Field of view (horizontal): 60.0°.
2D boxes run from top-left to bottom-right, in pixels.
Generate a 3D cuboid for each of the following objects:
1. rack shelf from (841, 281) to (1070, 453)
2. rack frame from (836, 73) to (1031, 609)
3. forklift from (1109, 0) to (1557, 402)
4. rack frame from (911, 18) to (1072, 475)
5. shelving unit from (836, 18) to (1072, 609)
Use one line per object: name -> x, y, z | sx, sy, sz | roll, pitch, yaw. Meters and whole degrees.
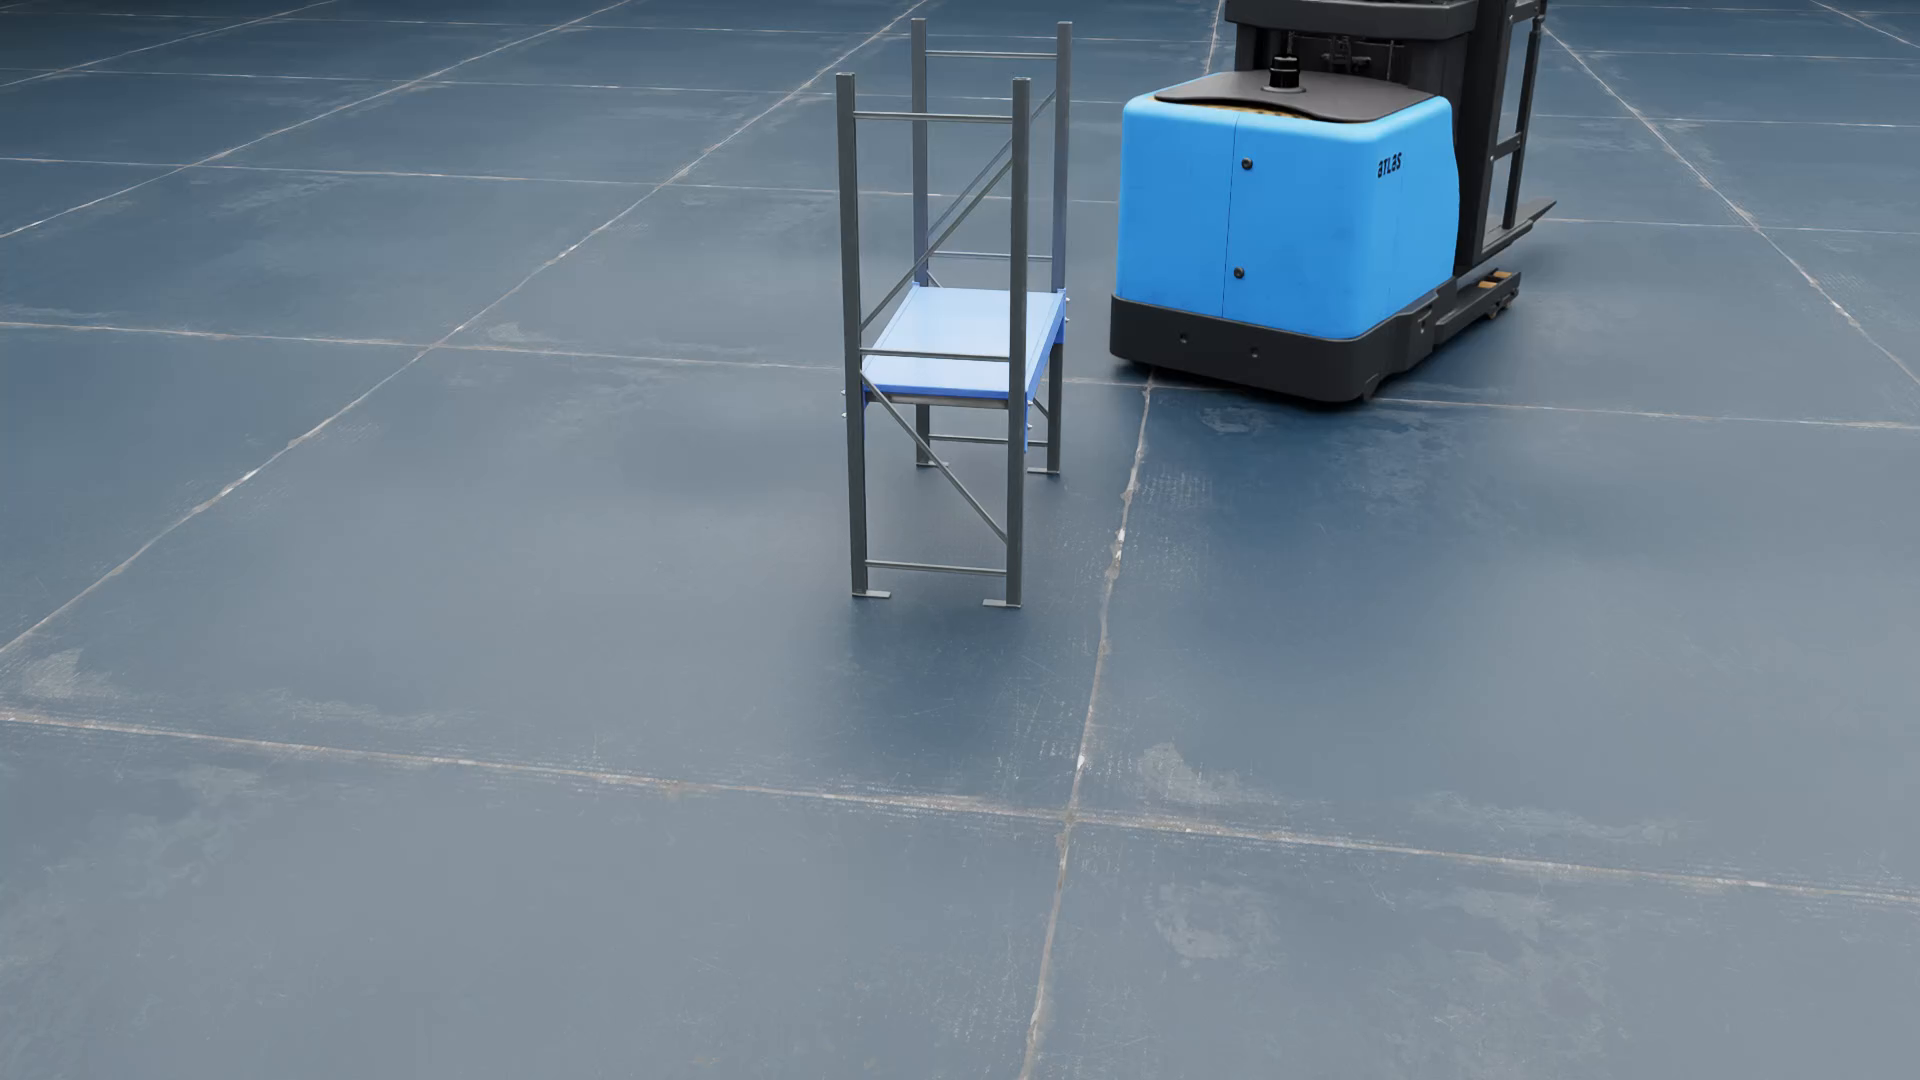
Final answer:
rack shelf -> 0.014, -0.552, 5.085 | 0.538, 0.185, 1.000 | 4, 25, 9
rack frame -> -0.069, -0.502, 4.554 | 0.500, 1.500, 0.032 | 4, 25, 9
forklift -> 1.864, -2.407, 6.935 | 1.130, 2.935, 3.031 | 17, 30, 32
rack frame -> 0.097, -0.928, 5.462 | 0.500, 1.500, 0.032 | 4, 25, 9
shelving unit -> 0.014, -0.715, 5.008 | 0.538, 1.500, 1.048 | 4, 25, 9
